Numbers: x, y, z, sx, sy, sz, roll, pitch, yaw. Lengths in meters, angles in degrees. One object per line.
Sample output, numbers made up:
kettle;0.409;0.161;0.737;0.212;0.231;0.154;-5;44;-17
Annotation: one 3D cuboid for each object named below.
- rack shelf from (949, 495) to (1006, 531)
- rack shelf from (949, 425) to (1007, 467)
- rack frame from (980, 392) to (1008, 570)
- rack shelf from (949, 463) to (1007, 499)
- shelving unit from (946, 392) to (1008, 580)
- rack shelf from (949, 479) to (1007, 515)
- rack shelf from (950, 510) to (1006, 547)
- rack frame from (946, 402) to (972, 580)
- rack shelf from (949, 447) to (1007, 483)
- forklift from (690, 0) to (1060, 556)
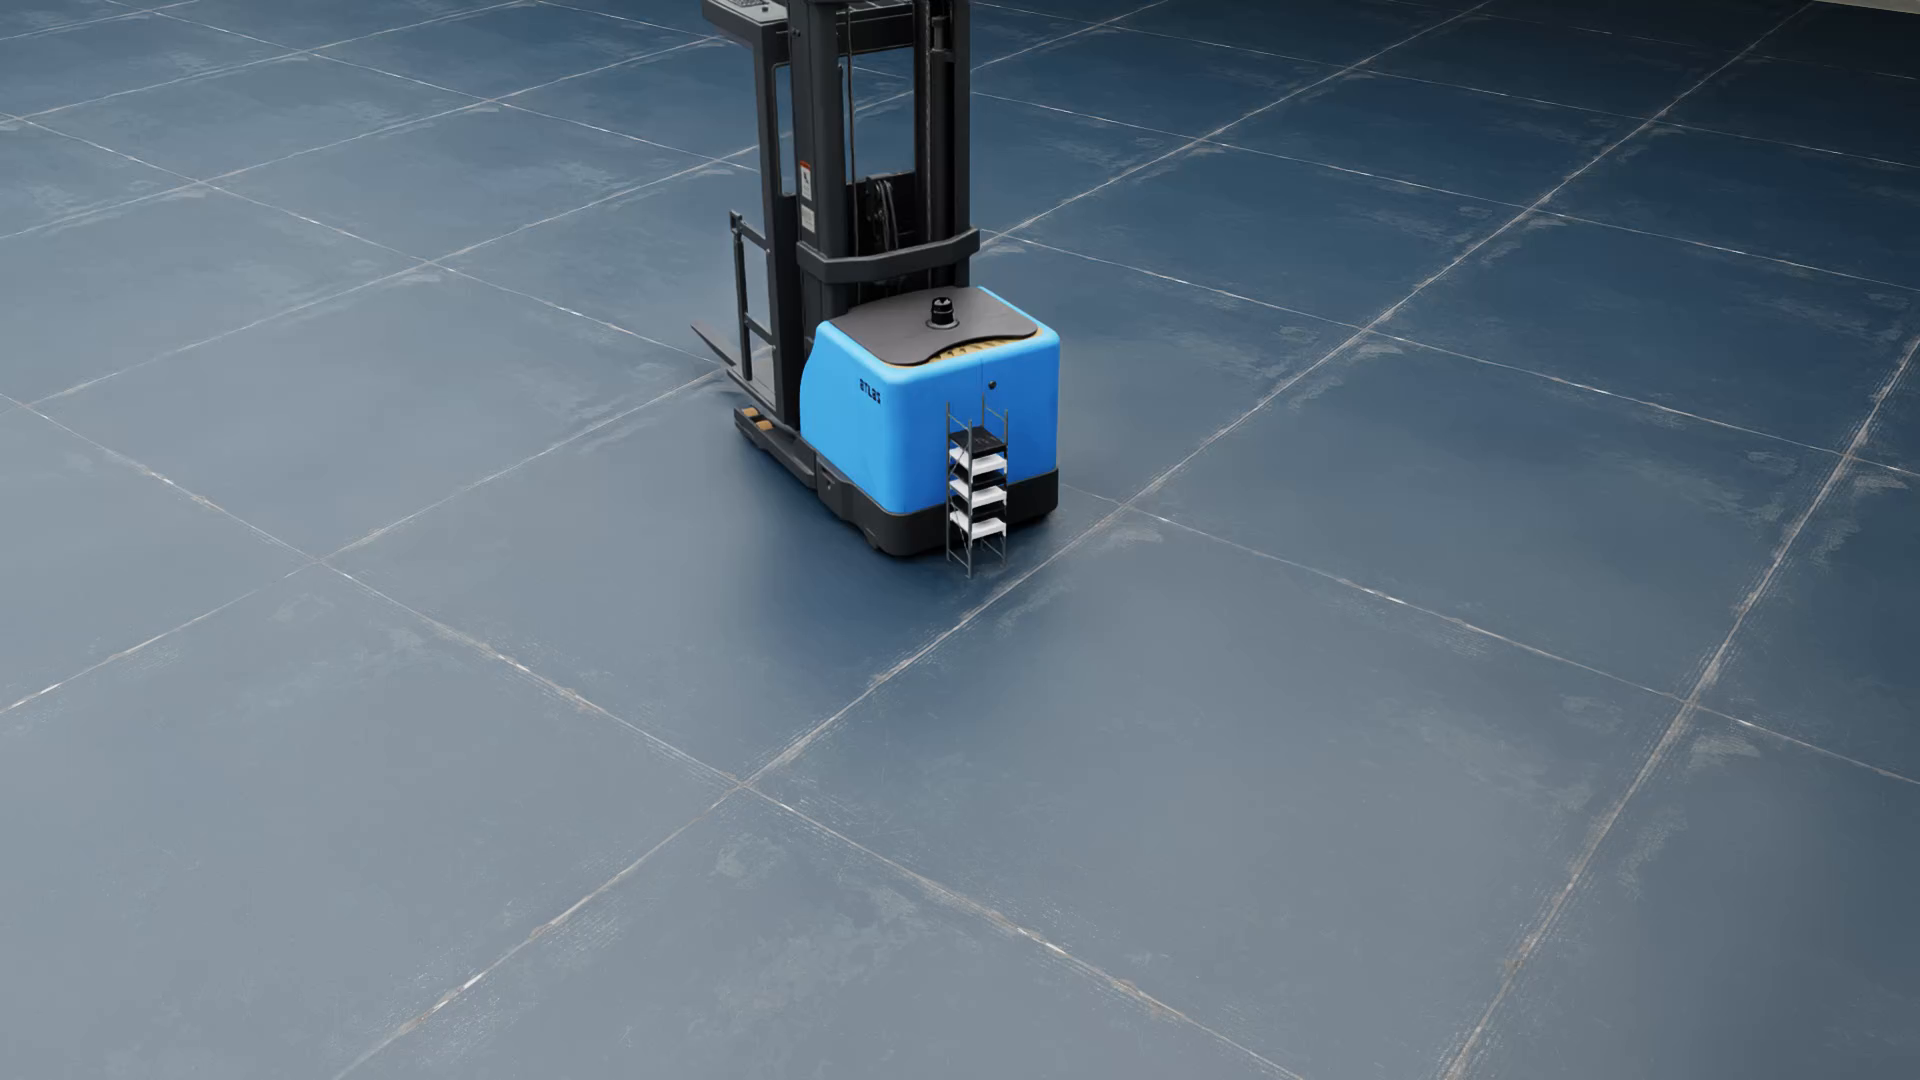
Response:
rack shelf;0.082;-0.157;8.374;0.200;0.077;0.258;-17;34;-26
rack shelf;0.082;-0.466;8.190;0.200;0.077;0.258;-17;34;-26
rack frame;0.170;-0.289;8.355;0.006;0.900;0.240;-17;34;-26
rack shelf;0.082;-0.312;8.282;0.200;0.077;0.258;-17;34;-26
shelving unit;0.082;-0.263;8.311;0.210;0.900;0.258;-17;34;-26
rack shelf;0.082;-0.234;8.328;0.200;0.077;0.258;-17;34;-26
rack shelf;0.082;-0.079;8.420;0.200;0.077;0.258;-17;34;-26
rack frame;-0.006;-0.237;8.267;0.006;0.900;0.240;-17;34;-26
rack shelf;0.082;-0.389;8.236;0.200;0.077;0.258;-17;34;-26
forklift;-0.666;-1.897;9.077;1.130;2.935;3.031;-17;35;-26
